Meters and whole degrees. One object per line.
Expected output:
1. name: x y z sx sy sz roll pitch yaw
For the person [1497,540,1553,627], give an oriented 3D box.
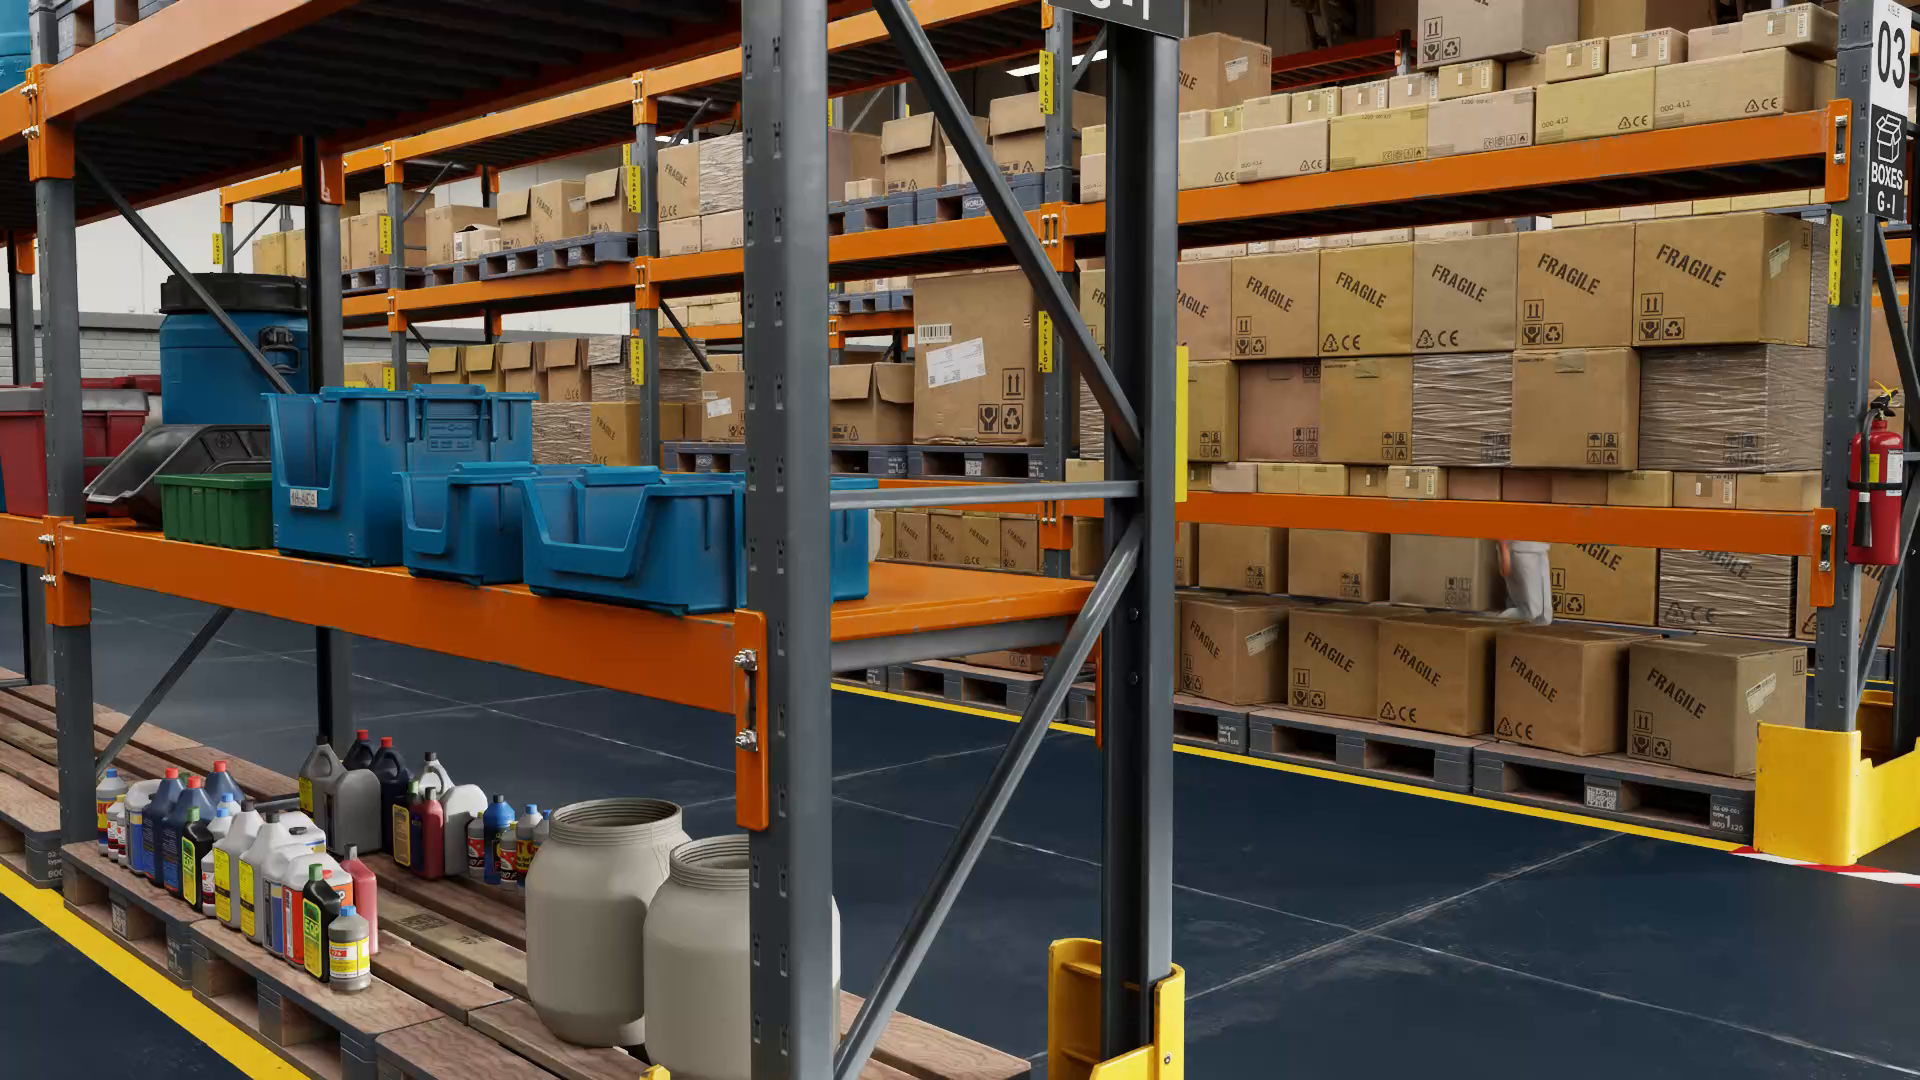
1. person: 3.346 0.097 10.007 0.442 1.643 0.572 -4 6 -45
